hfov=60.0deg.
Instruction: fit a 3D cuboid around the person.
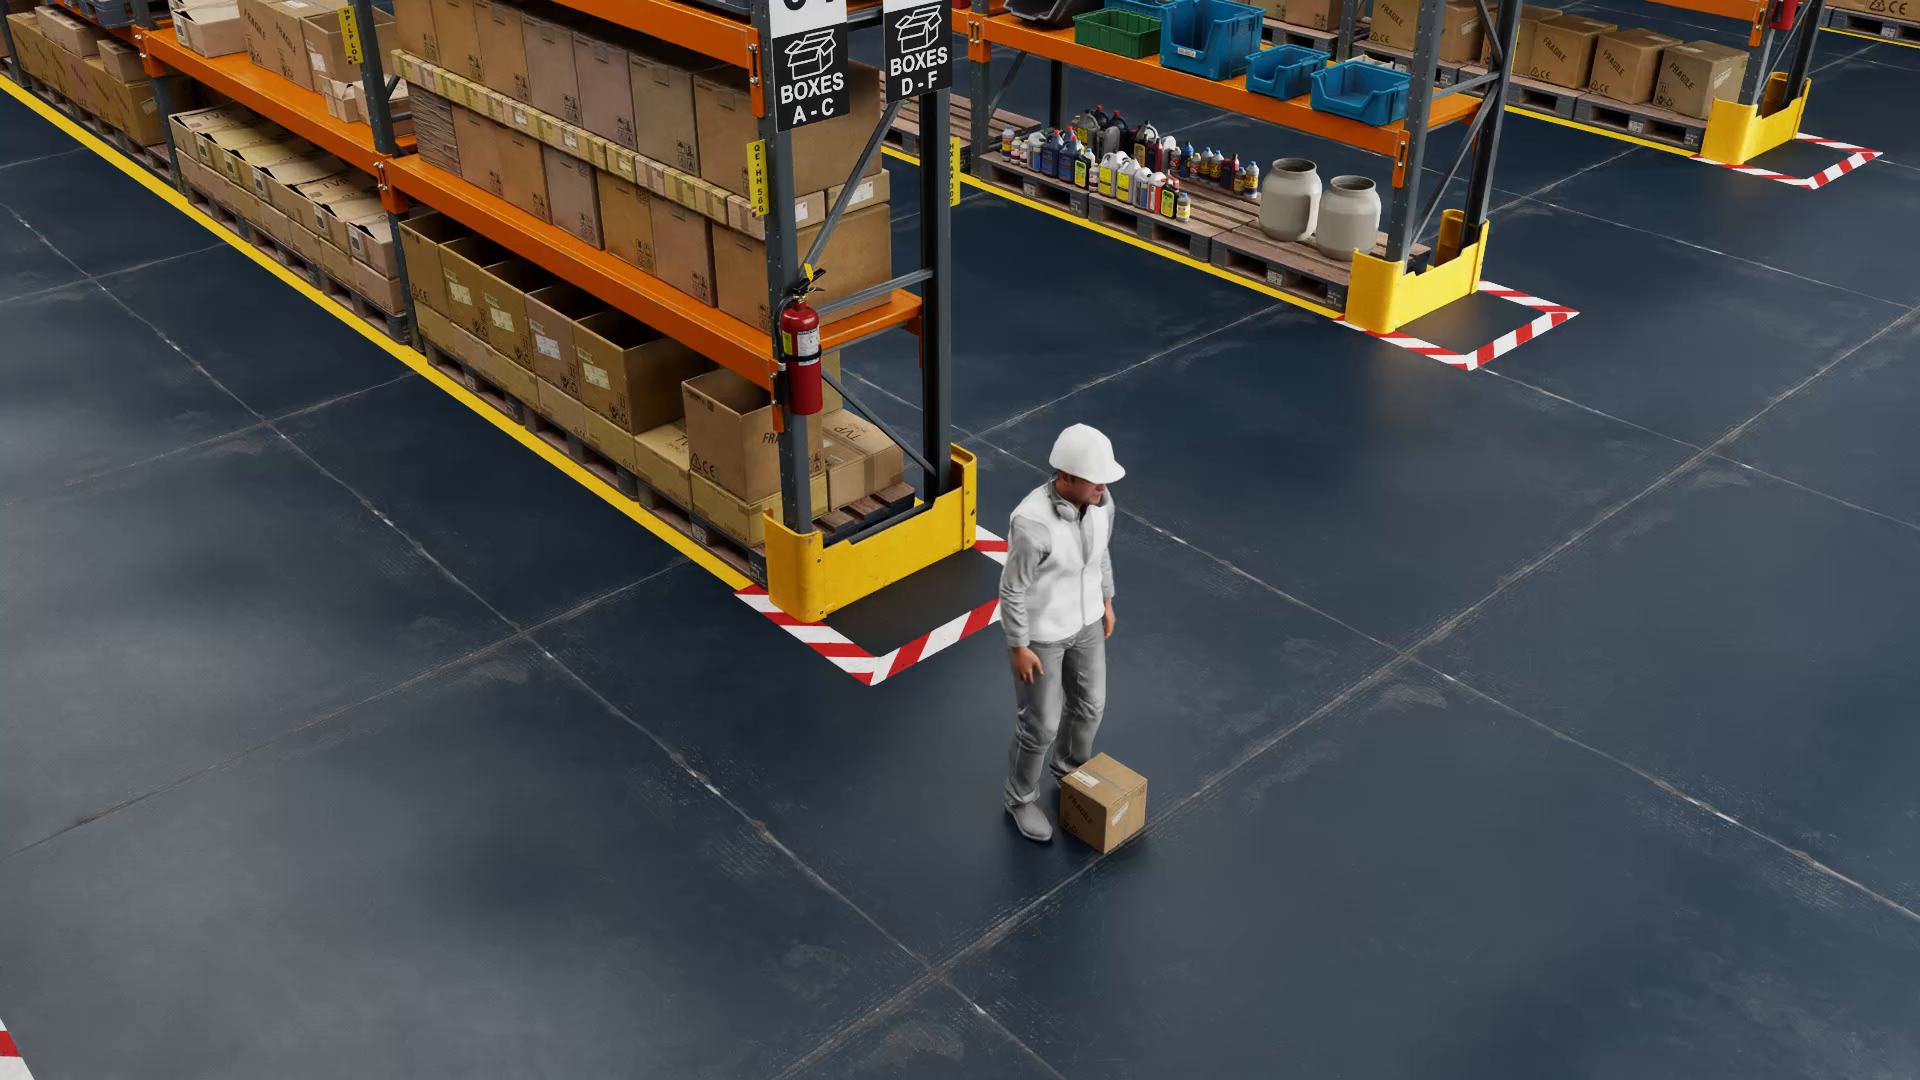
[{"bbox_3d":[0.399,0.334,6.567,0.579,1.771,0.472,-27,41,-37],"label":"person"}]
